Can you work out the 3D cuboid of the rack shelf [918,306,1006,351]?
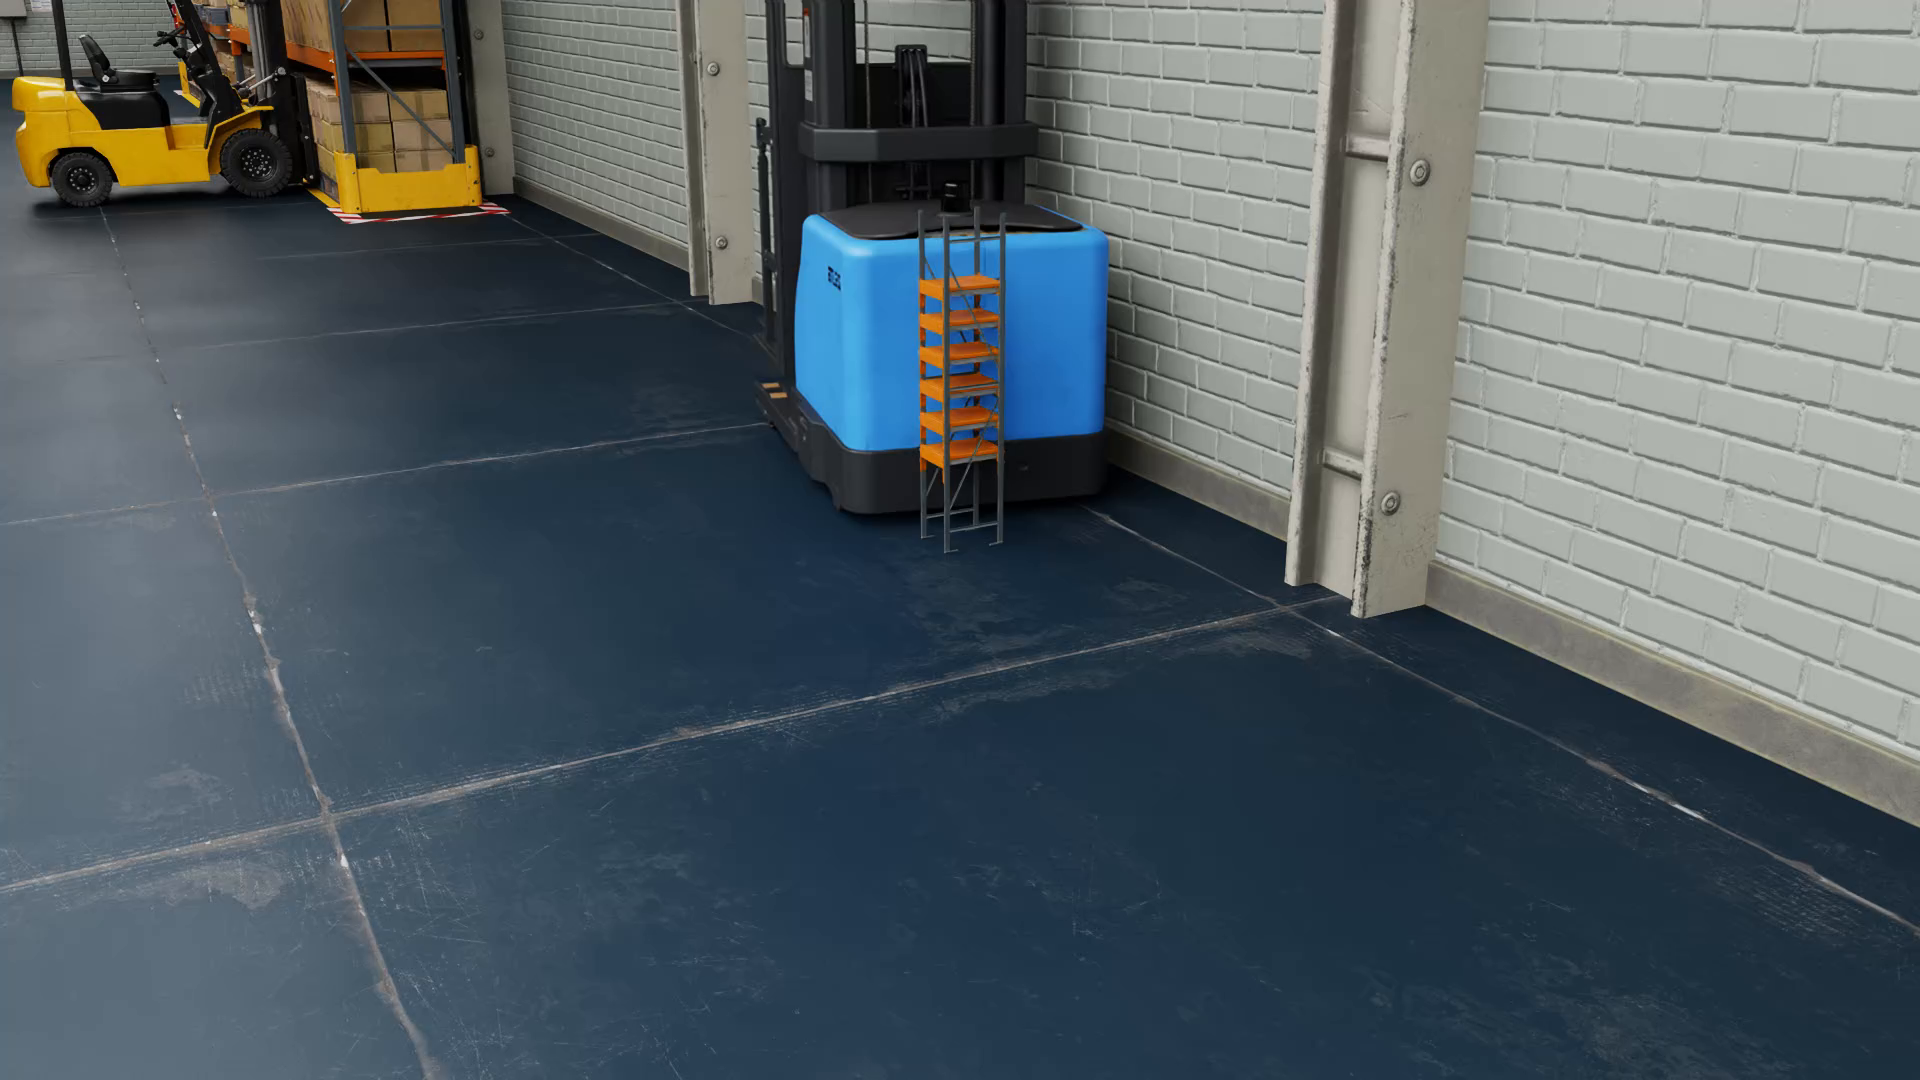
[{"bbox_3d":[0.007,-0.748,5.860,0.258,0.103,0.180,-10,21,-27],"label":"rack shelf"}]

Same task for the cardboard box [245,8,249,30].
[{"bbox_3d":[-7.892,-5.968,19.058,0.500,0.250,0.500,-9,21,-25],"label":"cardboard box"}]

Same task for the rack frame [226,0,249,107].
[{"bbox_3d":[-8.618,-6.645,20.791,1.000,3.000,0.127,-10,21,-27],"label":"rack frame"}]

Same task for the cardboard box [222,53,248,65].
[{"bbox_3d":[-10.022,-6.679,23.083,0.380,0.149,0.250,-10,21,-27],"label":"cardboard box"}]

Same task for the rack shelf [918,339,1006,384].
[{"bbox_3d":[0.007,-0.634,5.899,0.258,0.103,0.180,-10,21,-27],"label":"rack shelf"}]

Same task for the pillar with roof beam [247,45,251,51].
[{"bbox_3d":[-16.693,-12.024,27.183,9.100,9.000,0.400,-10,21,-27],"label":"pillar with roof beam"}]

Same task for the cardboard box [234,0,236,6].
[{"bbox_3d":[-8.385,-6.501,19.838,0.500,0.250,0.500,-9,21,-25],"label":"cardboard box"}]

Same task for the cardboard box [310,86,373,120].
[{"bbox_3d":[-5.560,-3.950,15.017,0.500,0.250,0.500,-10,21,-26],"label":"cardboard box"}]

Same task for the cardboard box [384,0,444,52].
[{"bbox_3d":[-4.810,-4.581,14.656,0.500,0.500,0.500,-9,21,-25],"label":"cardboard box"}]

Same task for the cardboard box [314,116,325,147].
[{"bbox_3d":[-5.554,-3.721,15.120,0.500,0.250,0.500,-10,22,-27],"label":"cardboard box"}]

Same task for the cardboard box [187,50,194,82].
[{"bbox_3d":[-12.210,-7.770,27.233,0.797,0.503,0.637,-11,22,-29],"label":"cardboard box"}]

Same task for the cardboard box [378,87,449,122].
[{"bbox_3d":[-4.881,-3.887,14.837,0.500,0.250,0.500,-10,22,-27],"label":"cardboard box"}]

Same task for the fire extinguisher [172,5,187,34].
[{"bbox_3d":[-12.893,-8.699,27.434,0.296,0.674,0.183,-10,21,-27],"label":"fire extinguisher"}]

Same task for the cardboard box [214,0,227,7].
[{"bbox_3d":[-9.267,-6.854,21.137,0.380,0.149,0.250,-10,21,-26],"label":"cardboard box"}]

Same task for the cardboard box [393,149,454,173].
[{"bbox_3d":[-4.880,-3.419,15.012,0.500,0.250,0.500,-10,21,-26],"label":"cardboard box"}]

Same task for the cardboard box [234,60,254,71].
[{"bbox_3d":[-9.075,-6.071,21.321,0.380,0.149,0.250,-11,22,-29],"label":"cardboard box"}]

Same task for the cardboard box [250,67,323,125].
[{"bbox_3d":[-8.016,-5.354,20.044,0.875,0.625,0.625,-9,21,-25],"label":"cardboard box"}]

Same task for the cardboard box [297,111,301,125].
[{"bbox_3d":[-6.052,-4.010,15.958,0.500,0.250,0.500,-10,21,-27],"label":"cardboard box"}]

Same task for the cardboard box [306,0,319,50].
[{"bbox_3d":[-5.522,-4.647,14.846,0.500,0.500,0.500,-9,21,-25],"label":"cardboard box"}]

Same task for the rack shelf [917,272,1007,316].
[{"bbox_3d":[0.007,-0.861,5.821,0.258,0.103,0.180,-10,21,-27],"label":"rack shelf"}]

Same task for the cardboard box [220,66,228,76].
[{"bbox_3d":[-9.750,-6.191,22.664,0.500,0.500,0.500,-11,22,-29],"label":"cardboard box"}]

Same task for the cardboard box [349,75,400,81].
[{"bbox_3d":[-5.832,-4.467,16.516,0.500,0.250,0.500,-10,21,-26],"label":"cardboard box"}]

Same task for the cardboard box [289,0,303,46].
[{"bbox_3d":[-6.014,-4.937,15.686,0.500,0.500,0.500,-10,21,-26],"label":"cardboard box"}]

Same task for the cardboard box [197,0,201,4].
[{"bbox_3d":[-10.239,-7.717,23.100,0.700,0.500,0.500,-10,21,-26],"label":"cardboard box"}]

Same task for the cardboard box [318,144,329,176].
[{"bbox_3d":[-5.548,-3.478,15.182,0.500,0.250,0.500,-10,21,-27],"label":"cardboard box"}]

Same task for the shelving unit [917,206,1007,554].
[{"bbox_3d":[0.007,-0.563,5.924,0.258,1.200,0.189,-10,21,-27],"label":"shelving unit"}]

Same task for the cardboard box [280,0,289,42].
[{"bbox_3d":[-6.476,-5.229,16.534,0.500,0.500,0.500,-10,21,-26],"label":"cardboard box"}]

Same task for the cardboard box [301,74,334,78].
[{"bbox_3d":[-6.531,-4.532,16.707,0.500,0.250,0.500,-10,21,-27],"label":"cardboard box"}]

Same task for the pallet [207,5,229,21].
[{"bbox_3d":[-9.545,-7.112,22.438,1.003,0.211,1.213,-10,21,-27],"label":"pallet"}]

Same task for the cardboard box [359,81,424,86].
[{"bbox_3d":[-5.349,-4.175,15.672,0.500,0.250,0.500,-10,21,-27],"label":"cardboard box"}]

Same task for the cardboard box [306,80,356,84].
[{"bbox_3d":[-6.042,-4.239,15.858,0.500,0.250,0.500,-10,22,-28],"label":"cardboard box"}]

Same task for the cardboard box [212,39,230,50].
[{"bbox_3d":[-10.528,-7.123,23.913,0.380,0.149,0.250,-10,22,-28],"label":"cardboard box"}]

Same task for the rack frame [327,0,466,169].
[{"bbox_3d":[-4.819,-4.349,14.135,1.000,3.000,0.127,-10,21,-27],"label":"rack frame"}]

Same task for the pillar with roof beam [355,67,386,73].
[{"bbox_3d":[-10.994,-8.580,17.200,9.100,9.000,0.400,-10,21,-27],"label":"pillar with roof beam"}]

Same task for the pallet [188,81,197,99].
[{"bbox_3d":[-12.001,-7.373,27.175,1.003,0.211,1.213,-10,21,-27],"label":"pallet"}]

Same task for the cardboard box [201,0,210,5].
[{"bbox_3d":[-9.866,-7.492,22.447,0.700,0.500,0.500,-10,21,-27],"label":"cardboard box"}]

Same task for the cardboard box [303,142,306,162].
[{"bbox_3d":[-6.044,-3.768,16.025,0.500,0.250,0.500,-9,21,-25],"label":"cardboard box"}]

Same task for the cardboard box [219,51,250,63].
[{"bbox_3d":[-10.250,-6.833,23.530,0.380,0.149,0.250,-11,22,-29],"label":"cardboard box"}]

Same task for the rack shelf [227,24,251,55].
[{"bbox_3d":[-7.668,-5.731,19.244,1.077,0.370,4.000,-10,21,-27],"label":"rack shelf"}]

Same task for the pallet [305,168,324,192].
[{"bbox_3d":[-5.794,-3.593,16.221,1.003,0.211,1.213,-10,21,-27],"label":"pallet"}]

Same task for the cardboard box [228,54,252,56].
[{"bbox_3d":[-9.752,-6.535,22.664,0.380,0.149,0.250,-10,21,-26],"label":"cardboard box"}]

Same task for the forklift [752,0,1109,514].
[{"bbox_3d":[-0.331,-1.927,7.222,1.130,2.935,3.031,-5,20,-15],"label":"forklift"}]

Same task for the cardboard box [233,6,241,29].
[{"bbox_3d":[-8.388,-6.264,19.916,0.500,0.250,0.500,-10,22,-28],"label":"cardboard box"}]

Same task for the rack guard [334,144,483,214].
[{"bbox_3d":[-4.808,-3.160,14.523,1.175,0.500,0.348,-10,21,-27],"label":"rack guard"}]

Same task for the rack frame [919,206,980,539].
[{"bbox_3d":[-0.037,-0.589,6.000,0.240,1.200,0.006,-10,21,-27],"label":"rack frame"}]

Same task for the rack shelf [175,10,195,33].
[{"bbox_3d":[-11.467,-8.027,25.899,1.077,0.370,4.000,-10,21,-27],"label":"rack shelf"}]

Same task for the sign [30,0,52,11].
[{"bbox_3d":[-17.227,-10.161,31.126,0.329,0.494,0.001,-10,21,-27],"label":"sign"}]

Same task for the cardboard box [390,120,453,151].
[{"bbox_3d":[-4.859,-3.651,14.918,0.500,0.250,0.500,-10,21,-26],"label":"cardboard box"}]

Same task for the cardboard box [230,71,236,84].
[{"bbox_3d":[-9.236,-5.895,21.806,0.500,0.500,0.500,-10,22,-27],"label":"cardboard box"}]

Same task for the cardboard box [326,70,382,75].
[{"bbox_3d":[-6.315,-4.757,17.357,0.500,0.250,0.500,-10,21,-26],"label":"cardboard box"}]

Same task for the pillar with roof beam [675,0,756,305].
[{"bbox_3d":[-5.296,-5.135,7.216,9.100,9.000,0.400,-10,21,-27],"label":"pillar with roof beam"}]

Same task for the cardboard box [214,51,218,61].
[{"bbox_3d":[-10.581,-6.973,23.934,0.380,0.149,0.250,-9,21,-24],"label":"cardboard box"}]

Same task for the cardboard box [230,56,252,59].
[{"bbox_3d":[-9.523,-6.382,22.221,0.380,0.149,0.250,-10,22,-27],"label":"cardboard box"}]
